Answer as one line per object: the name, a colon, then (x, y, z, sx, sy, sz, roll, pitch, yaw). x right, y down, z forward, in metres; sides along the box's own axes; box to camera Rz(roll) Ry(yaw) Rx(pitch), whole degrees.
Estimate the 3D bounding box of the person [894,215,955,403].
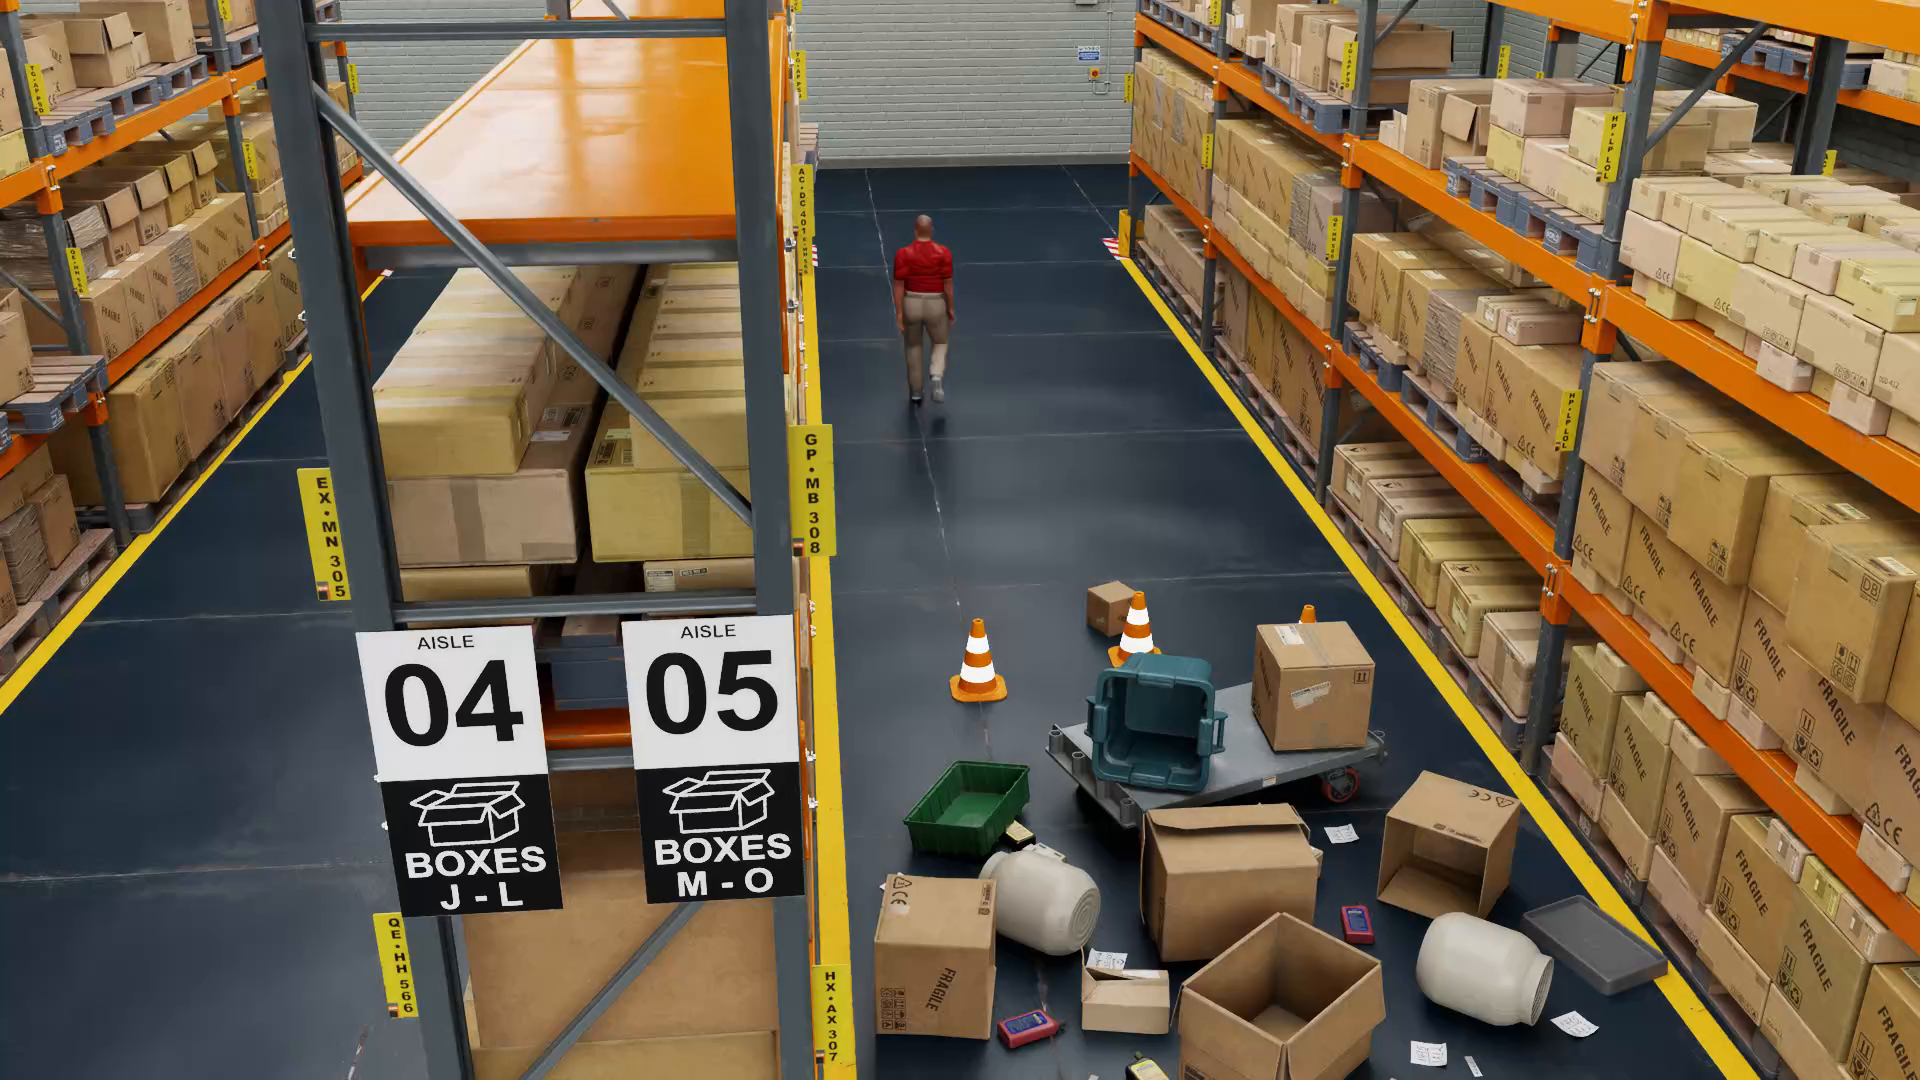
person: (-0.315, -2.040, 14.756, 0.540, 1.706, 0.656, 0, 24, 0)
